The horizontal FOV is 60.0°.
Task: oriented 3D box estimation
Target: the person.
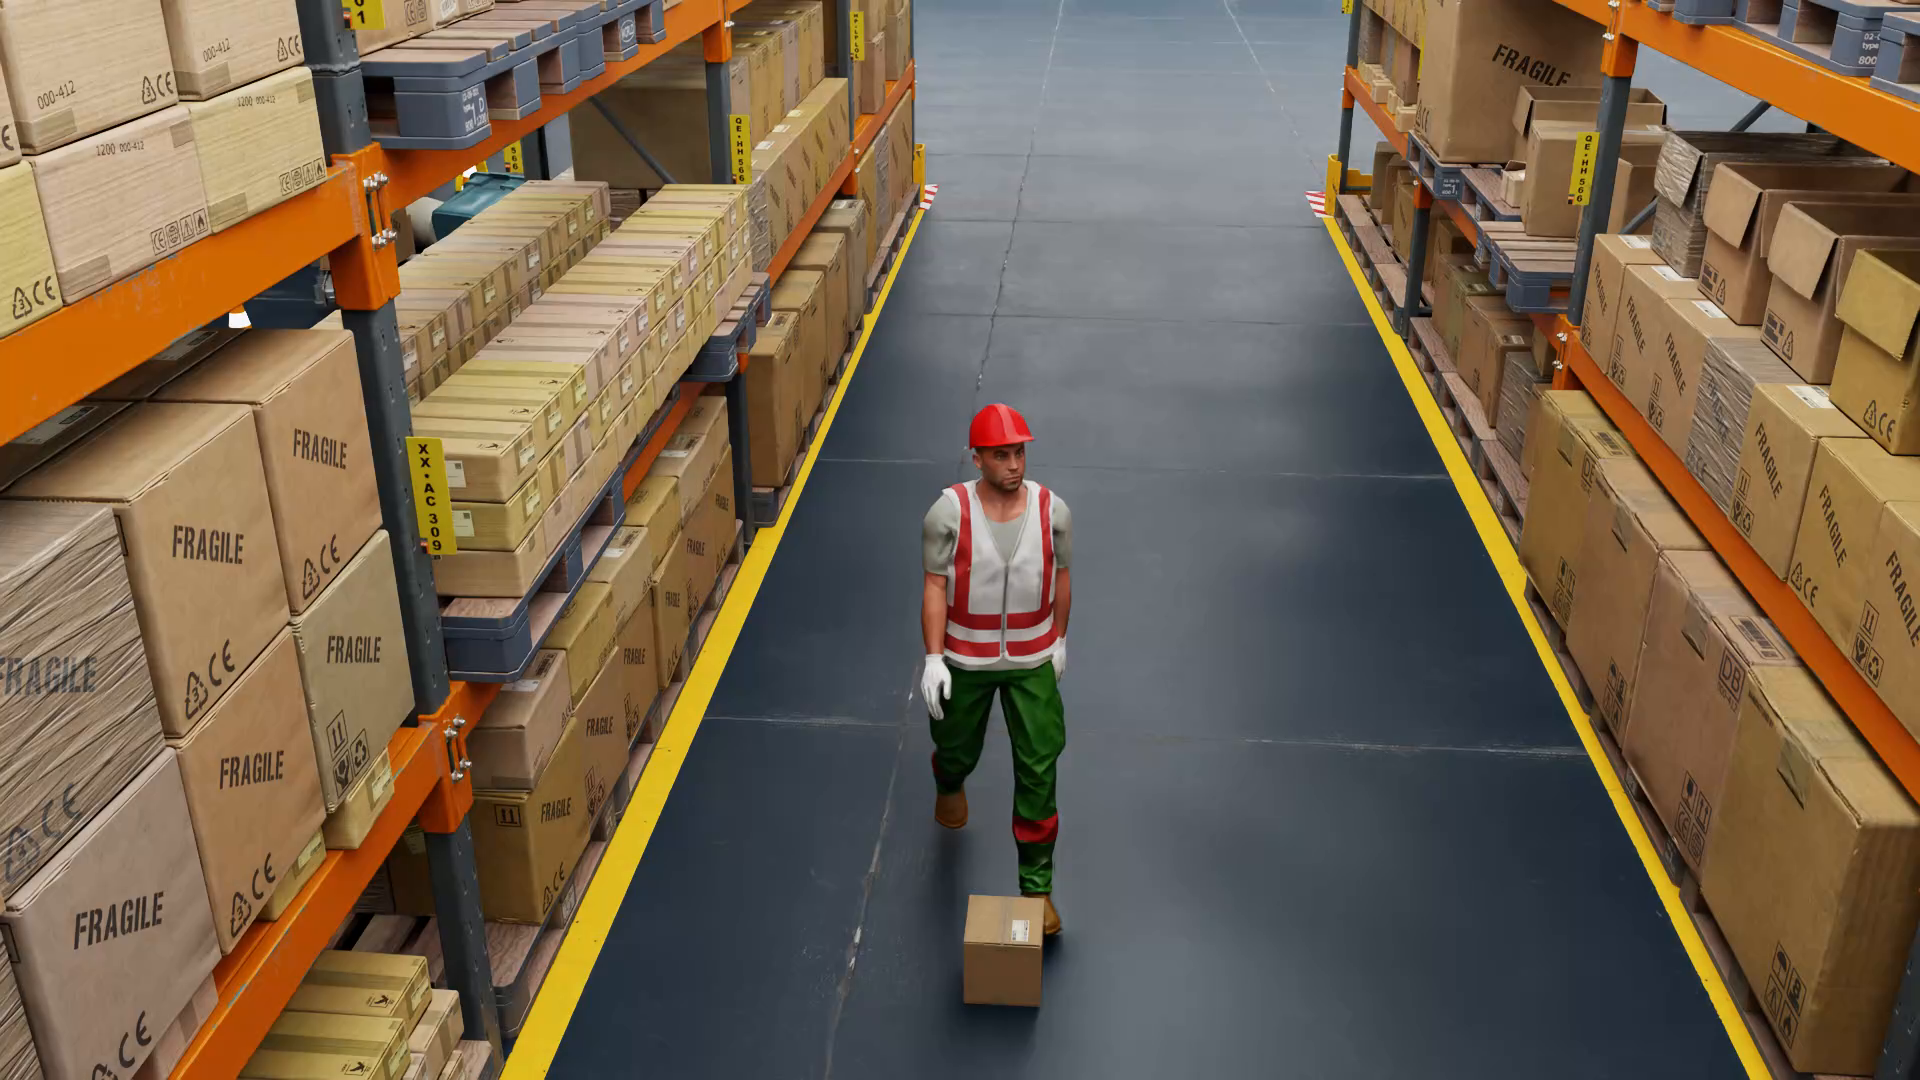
[{"bbox_3d":[0.130,0.411,5.665,0.543,1.764,0.894,-2,24,-5],"label":"person"}]
